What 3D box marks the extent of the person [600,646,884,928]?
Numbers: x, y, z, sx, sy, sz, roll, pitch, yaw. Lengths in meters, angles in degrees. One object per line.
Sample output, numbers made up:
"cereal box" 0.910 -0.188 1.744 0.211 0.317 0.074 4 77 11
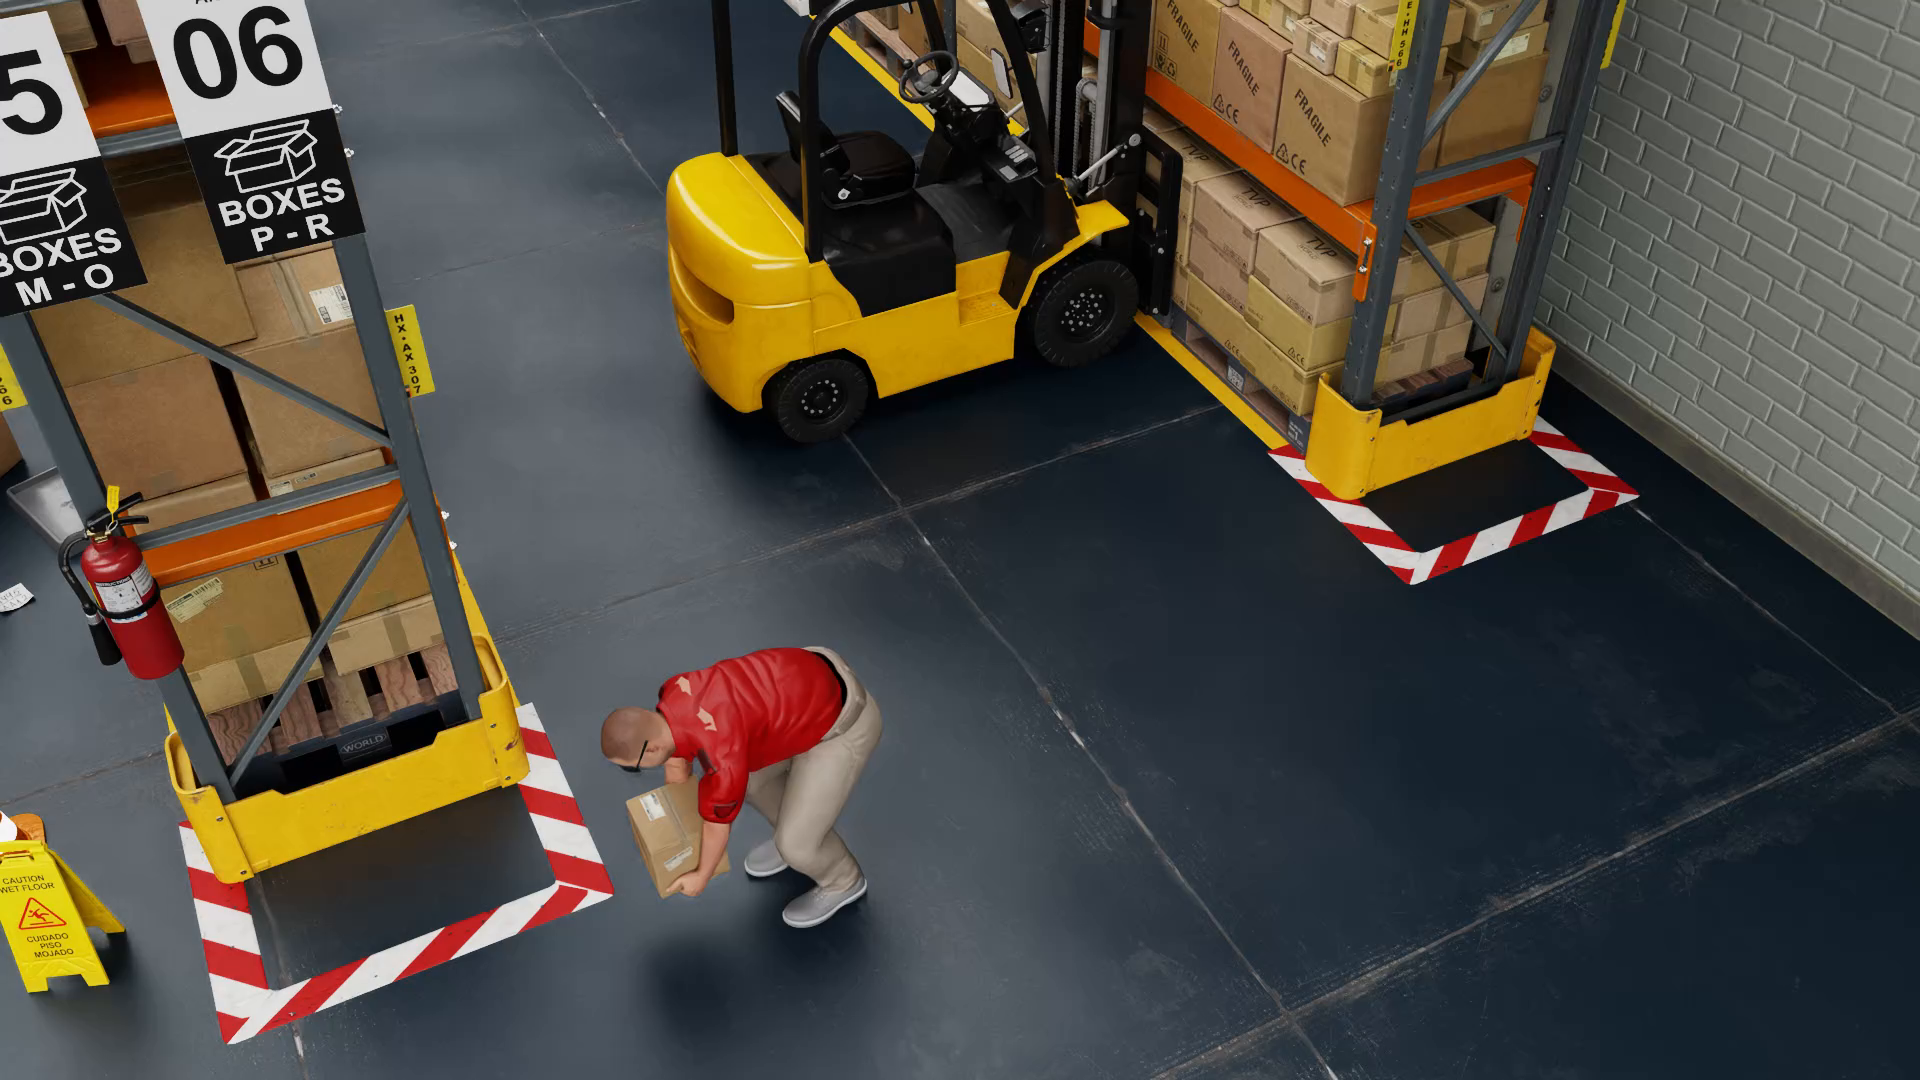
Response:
"person" -0.706 0.851 5.624 0.931 1.165 0.508 -21 45 -22
